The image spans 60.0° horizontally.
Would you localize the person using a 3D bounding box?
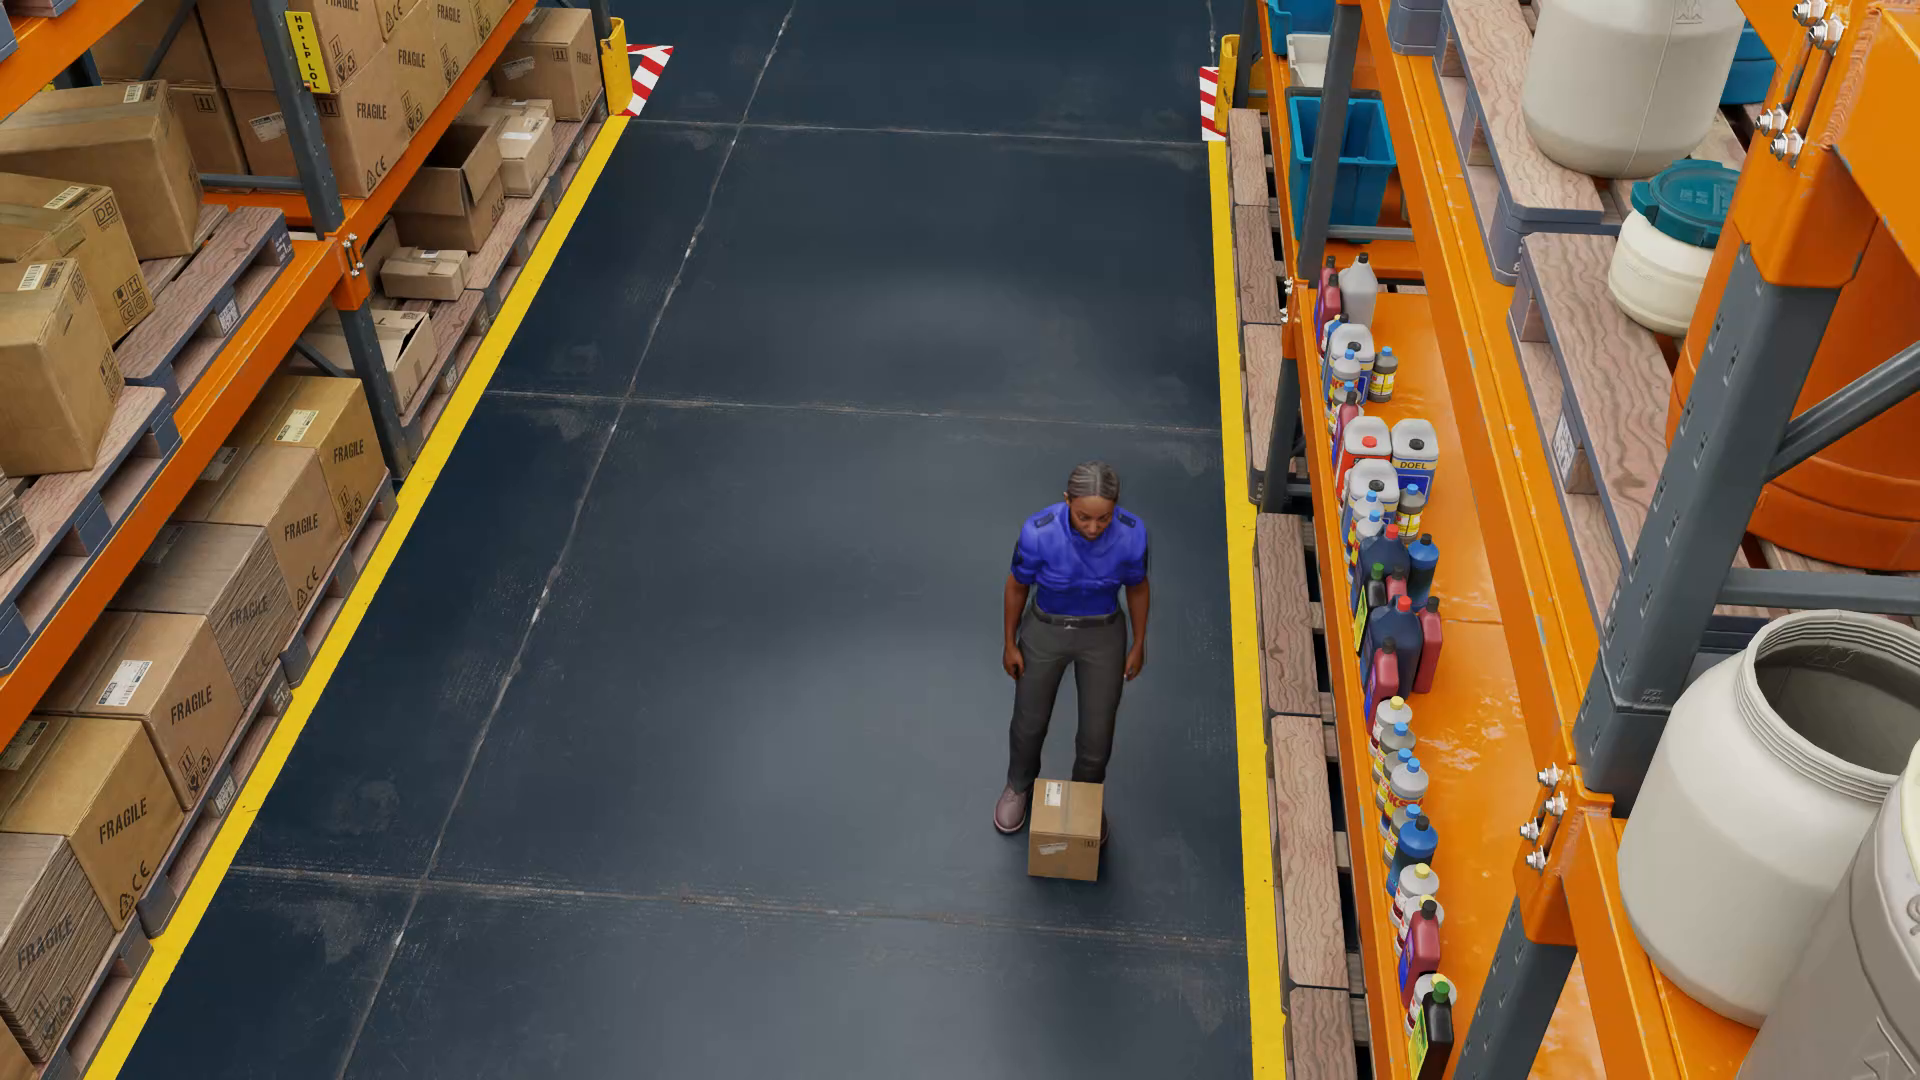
[{"bbox_3d":[0.384,0.371,5.724,0.524,1.653,0.377,1,40,1],"label":"person"}]
